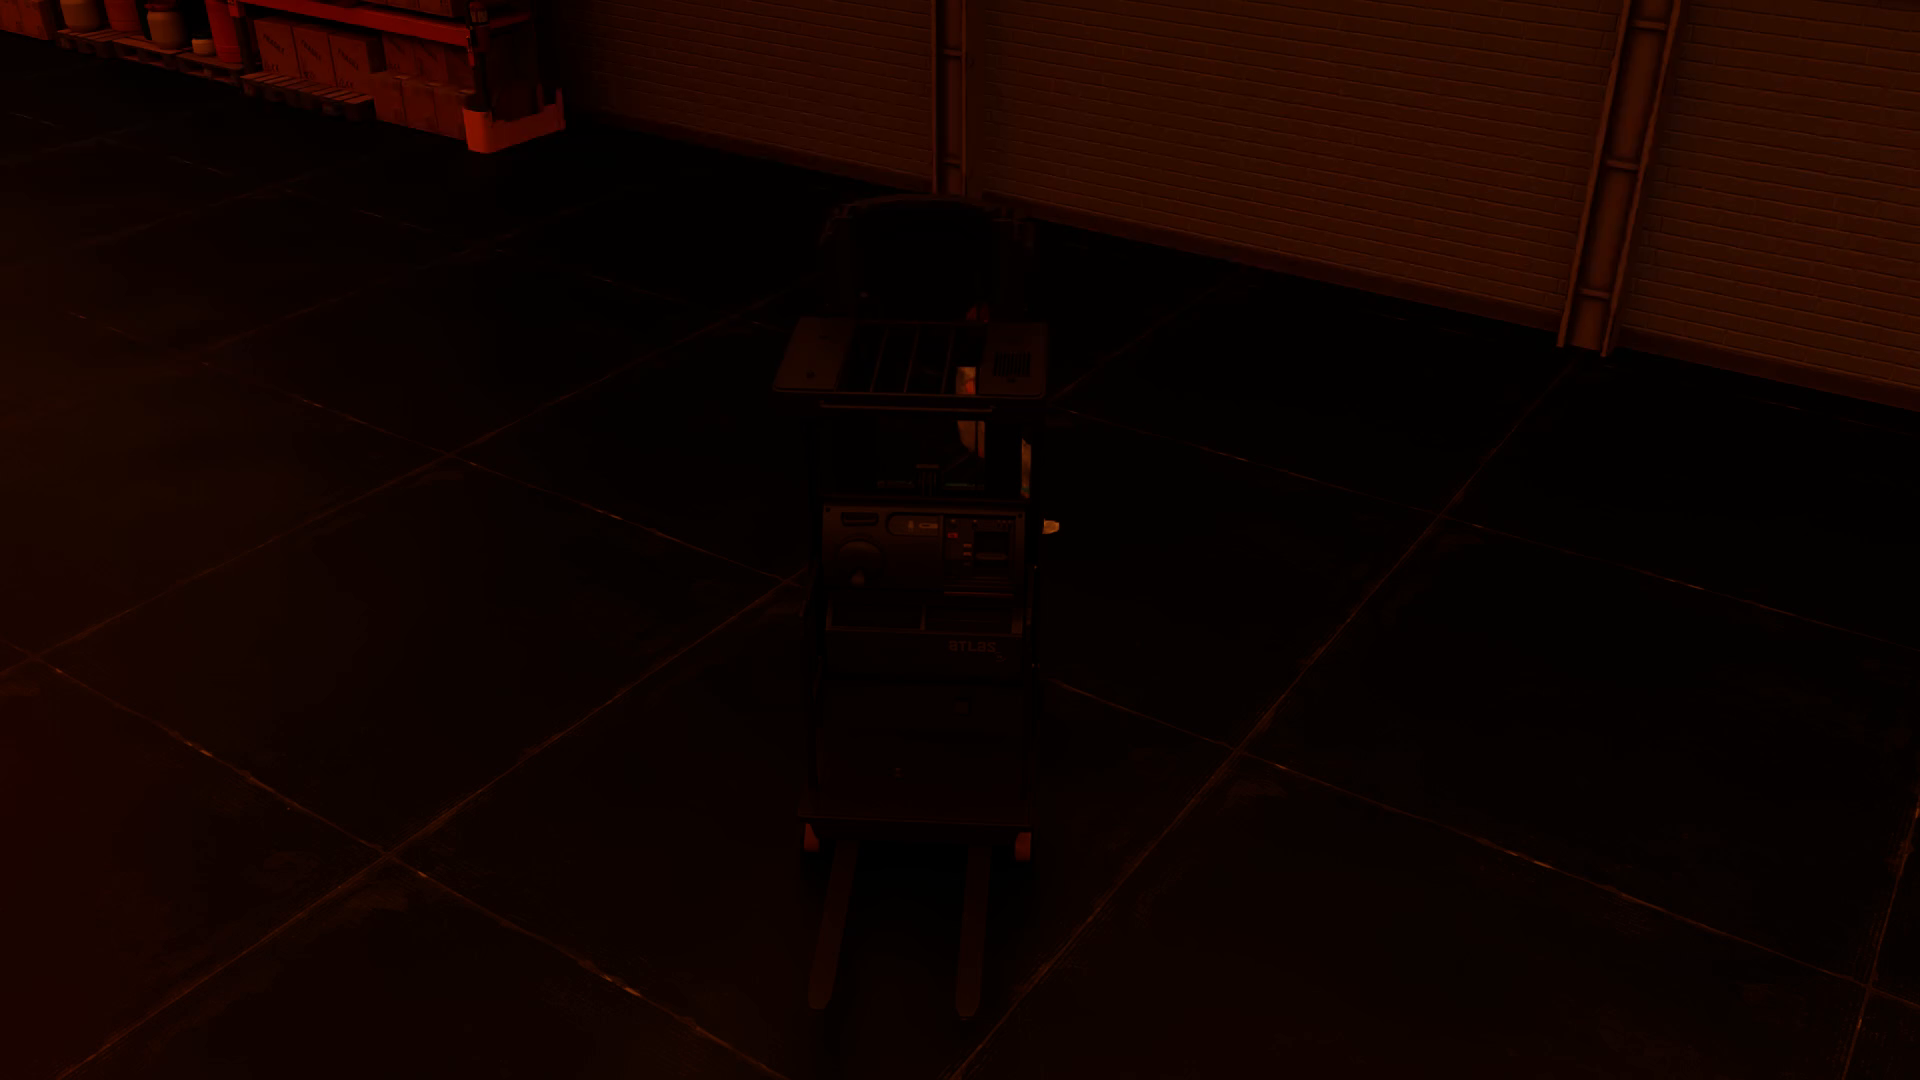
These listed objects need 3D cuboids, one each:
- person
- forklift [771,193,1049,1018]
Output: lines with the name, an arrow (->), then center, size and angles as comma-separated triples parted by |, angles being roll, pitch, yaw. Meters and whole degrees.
person -> 0.297, -0.695, 10.144 | 0.681, 1.564, 0.901 | 0, 30, 0
forklift -> -0.179, 0.086, 7.433 | 1.130, 2.935, 3.031 | 2, 30, 3
